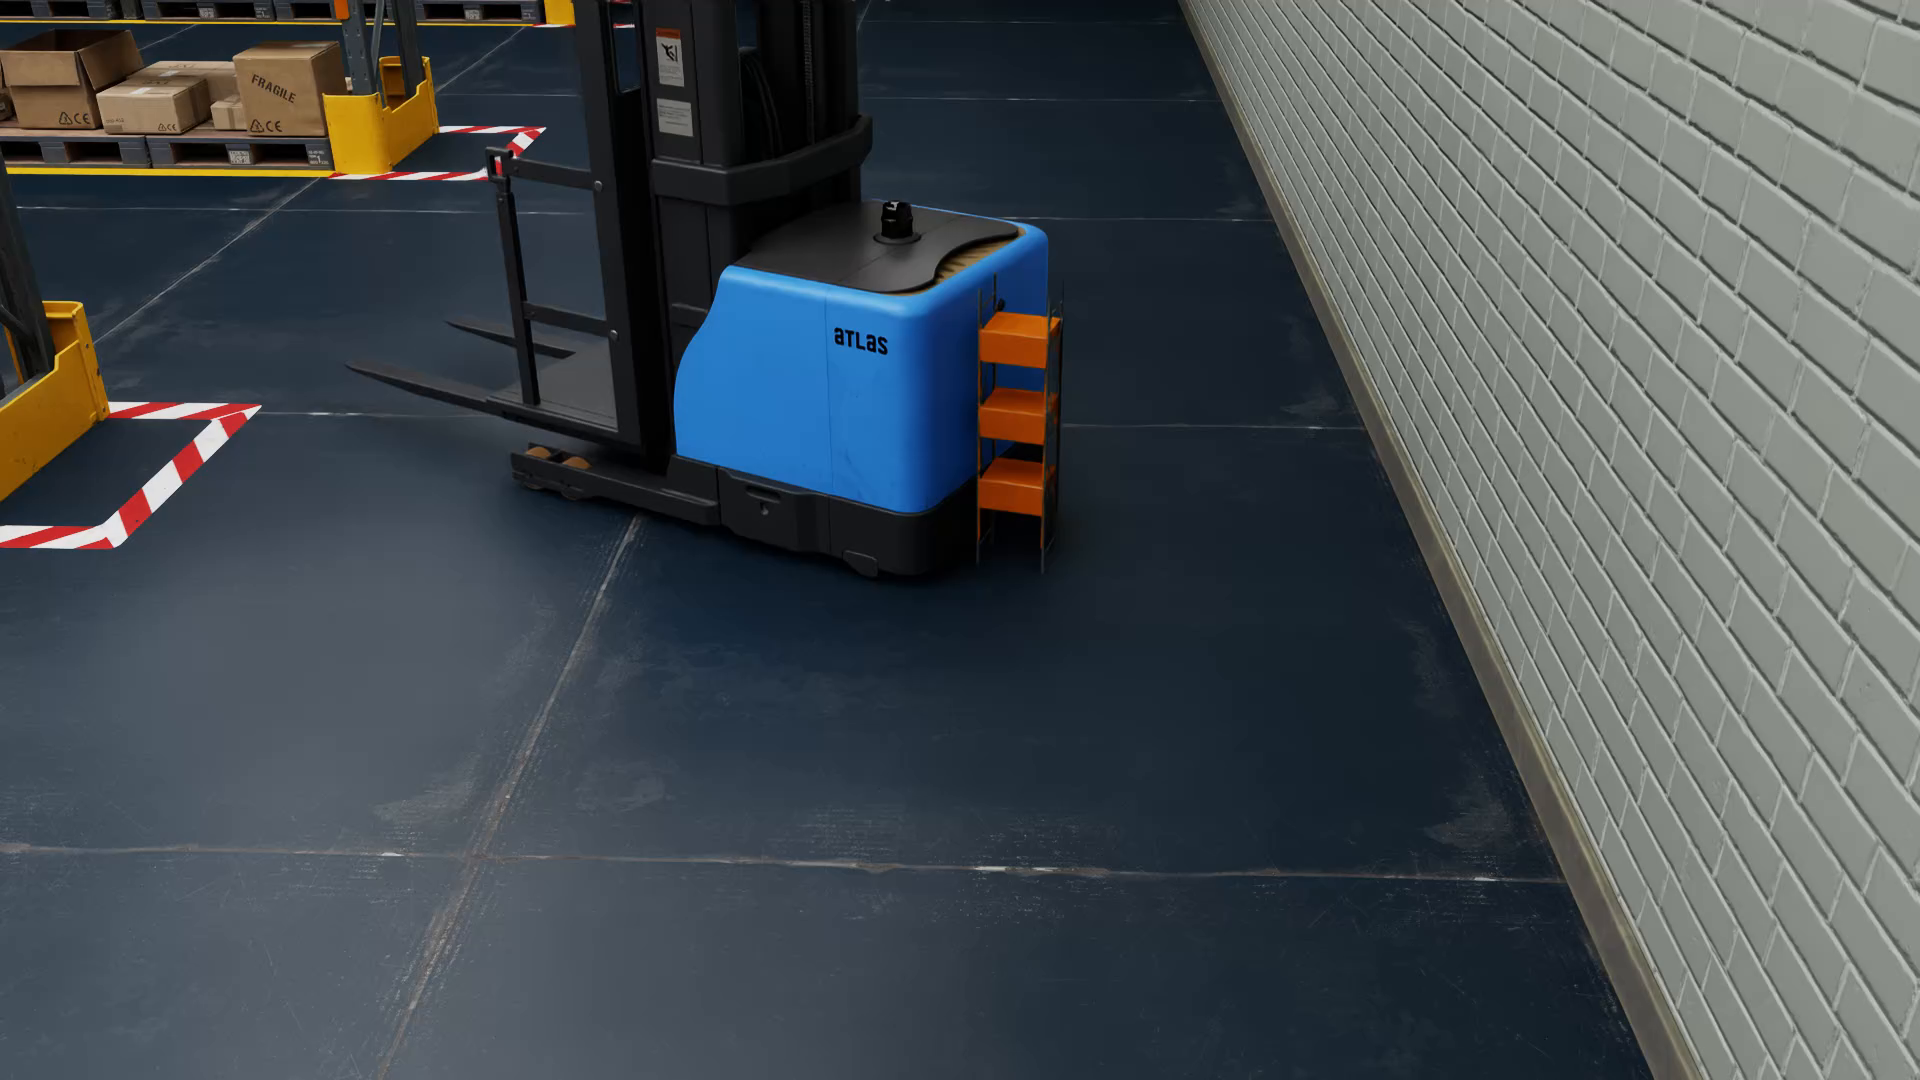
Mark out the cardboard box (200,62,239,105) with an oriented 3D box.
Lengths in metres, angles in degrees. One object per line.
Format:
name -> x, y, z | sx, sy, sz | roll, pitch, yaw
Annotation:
cardboard box -> -4.793, -3.072, 11.309 | 0.500, 0.250, 0.500 | 1, 28, 2

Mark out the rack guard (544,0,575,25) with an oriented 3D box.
rack guard -> -3.565, -5.157, 15.444 | 0.348, 0.500, 1.175 | 1, 28, 2

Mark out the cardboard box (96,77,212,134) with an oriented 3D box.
cardboard box -> -5.260, -2.846, 10.881 | 0.500, 0.250, 0.500 | 1, 28, 2

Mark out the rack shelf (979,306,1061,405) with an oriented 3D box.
rack shelf -> 0.211, -0.641, 5.755 | 0.240, 0.259, 0.215 | 8, 29, 16

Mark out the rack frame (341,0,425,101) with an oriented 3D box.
rack frame -> -3.760, -3.943, 10.485 | 0.127, 3.000, 1.000 | 1, 28, 2

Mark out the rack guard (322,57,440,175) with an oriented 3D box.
rack guard -> -3.836, -2.839, 11.073 | 0.348, 0.500, 1.175 | 1, 28, 2

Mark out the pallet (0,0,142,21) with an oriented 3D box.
pallet -> -8.360, -5.073, 15.594 | 1.213, 0.211, 1.003 | 1, 28, 2

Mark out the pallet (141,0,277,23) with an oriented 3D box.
pallet -> -6.829, -5.046, 15.544 | 1.213, 0.211, 1.003 | 1, 28, 2

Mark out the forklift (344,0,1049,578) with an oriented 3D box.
forklift -> -1.195, -1.650, 6.233 | 3.031, 2.935, 1.130 | 15, 31, 26

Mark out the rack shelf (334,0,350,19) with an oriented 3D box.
rack shelf -> -5.759, -3.658, 10.716 | 4.000, 0.370, 1.077 | 1, 28, 2

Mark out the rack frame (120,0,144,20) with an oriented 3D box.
rack frame -> -7.586, -6.327, 14.984 | 0.127, 3.000, 1.000 | 1, 28, 2

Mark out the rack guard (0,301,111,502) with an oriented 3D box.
rack guard -> -3.914, -0.525, 6.707 | 0.348, 0.500, 1.175 | 1, 28, 2

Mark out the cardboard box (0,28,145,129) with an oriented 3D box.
cardboard box -> -5.880, -3.072, 11.037 | 0.637, 0.503, 0.797 | 1, 28, 2

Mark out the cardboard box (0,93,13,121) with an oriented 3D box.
cardboard box -> -6.481, -2.833, 10.948 | 0.250, 0.166, 0.380 | 1, 28, 2

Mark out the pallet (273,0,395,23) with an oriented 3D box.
pallet -> -5.607, -5.027, 15.508 | 1.213, 0.211, 1.003 | 1, 28, 2

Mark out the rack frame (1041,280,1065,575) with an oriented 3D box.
rack frame -> 0.327, -0.382, 5.850 | 0.008, 1.050, 0.200 | 8, 29, 16

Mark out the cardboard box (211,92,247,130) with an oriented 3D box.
cardboard box -> -4.714, -2.828, 10.937 | 0.250, 0.166, 0.380 | 1, 28, 2

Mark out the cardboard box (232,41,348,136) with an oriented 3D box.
cardboard box -> -4.312, -2.926, 10.767 | 0.500, 0.500, 0.500 | 1, 28, 2

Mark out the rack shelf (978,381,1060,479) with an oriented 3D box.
rack shelf -> 0.211, -0.390, 5.887 | 0.240, 0.259, 0.215 | 8, 29, 16

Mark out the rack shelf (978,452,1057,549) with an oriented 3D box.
rack shelf -> 0.211, -0.144, 6.018 | 0.240, 0.259, 0.215 | 8, 29, 16

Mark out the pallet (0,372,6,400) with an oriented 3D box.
pallet -> -4.761, -0.424, 6.824 | 1.213, 0.211, 1.003 | 1, 28, 2

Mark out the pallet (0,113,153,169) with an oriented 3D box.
pallet -> -5.849, -2.746, 11.205 | 1.213, 0.211, 1.003 | 1, 28, 2

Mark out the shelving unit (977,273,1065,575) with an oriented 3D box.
shelving unit -> 0.211, -0.399, 5.883 | 0.252, 1.050, 0.215 | 8, 29, 16

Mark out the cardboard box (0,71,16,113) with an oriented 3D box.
cardboard box -> -6.429, -3.126, 11.346 | 0.500, 0.311, 0.500 | 1, 28, 2

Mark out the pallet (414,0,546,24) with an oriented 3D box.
pallet -> -4.391, -5.006, 15.468 | 1.213, 0.211, 1.003 | 1, 28, 2

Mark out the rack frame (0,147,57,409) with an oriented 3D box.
rack frame -> -3.939, -1.624, 6.111 | 0.127, 3.000, 1.000 | 1, 28, 2

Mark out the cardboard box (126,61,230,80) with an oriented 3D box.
cardboard box -> -5.293, -3.080, 11.324 | 0.500, 0.250, 0.500 | 1, 28, 2

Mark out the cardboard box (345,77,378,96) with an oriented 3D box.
cardboard box -> -4.166, -3.045, 11.366 | 0.250, 0.149, 0.380 | 1, 28, 2

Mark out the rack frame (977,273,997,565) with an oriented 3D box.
rack frame -> 0.094, -0.417, 5.915 | 0.008, 1.050, 0.200 | 8, 29, 16

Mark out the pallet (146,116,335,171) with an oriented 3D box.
pallet -> -4.633, -2.724, 11.164 | 1.213, 0.211, 1.003 | 1, 28, 2
